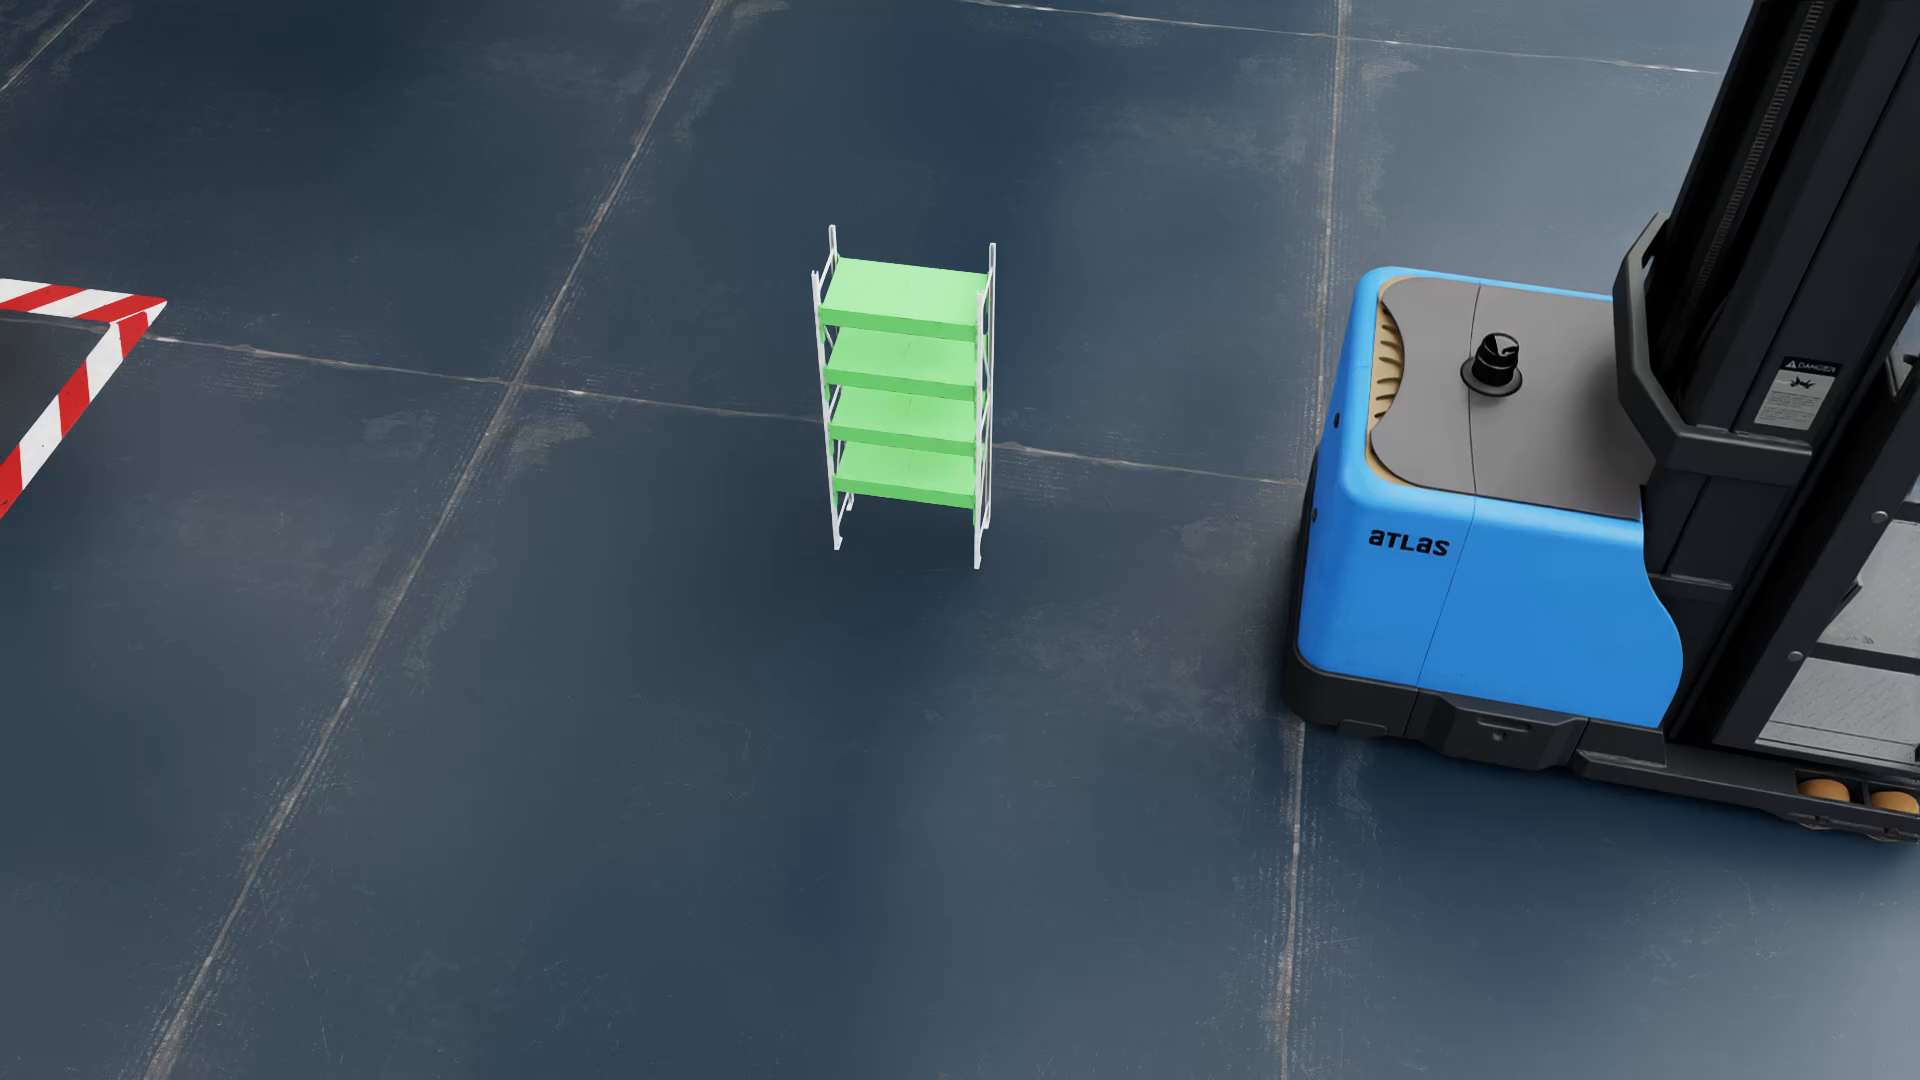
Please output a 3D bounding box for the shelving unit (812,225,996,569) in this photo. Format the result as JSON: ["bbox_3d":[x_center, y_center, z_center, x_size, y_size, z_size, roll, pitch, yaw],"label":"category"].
[{"bbox_3d":[-0.163,-0.423,5.323,0.503,1.200,0.258,8,49,7],"label":"shelving unit"}]

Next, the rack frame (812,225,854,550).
[{"bbox_3d":[-0.403,-0.455,5.352,0.015,1.200,0.240,8,49,7],"label":"rack frame"}]

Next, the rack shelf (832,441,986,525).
[{"bbox_3d":[-0.163,-0.220,5.549,0.480,0.148,0.258,8,49,7],"label":"rack shelf"}]

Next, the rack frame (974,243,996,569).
[{"bbox_3d":[0.077,-0.391,5.294,0.015,1.200,0.240,8,49,7],"label":"rack frame"}]

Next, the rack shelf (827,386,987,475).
[{"bbox_3d":[-0.163,-0.380,5.371,0.480,0.148,0.258,8,49,7],"label":"rack shelf"}]

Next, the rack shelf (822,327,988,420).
[{"bbox_3d":[-0.163,-0.541,5.192,0.480,0.148,0.258,8,49,7],"label":"rack shelf"}]

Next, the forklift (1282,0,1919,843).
[{"bbox_3d":[2.583,-0.520,4.247,3.031,2.935,1.130,9,49,8],"label":"forklift"}]

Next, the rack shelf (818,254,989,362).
[{"bbox_3d":[-0.163,-0.701,5.014,0.480,0.148,0.258,8,49,7],"label":"rack shelf"}]
